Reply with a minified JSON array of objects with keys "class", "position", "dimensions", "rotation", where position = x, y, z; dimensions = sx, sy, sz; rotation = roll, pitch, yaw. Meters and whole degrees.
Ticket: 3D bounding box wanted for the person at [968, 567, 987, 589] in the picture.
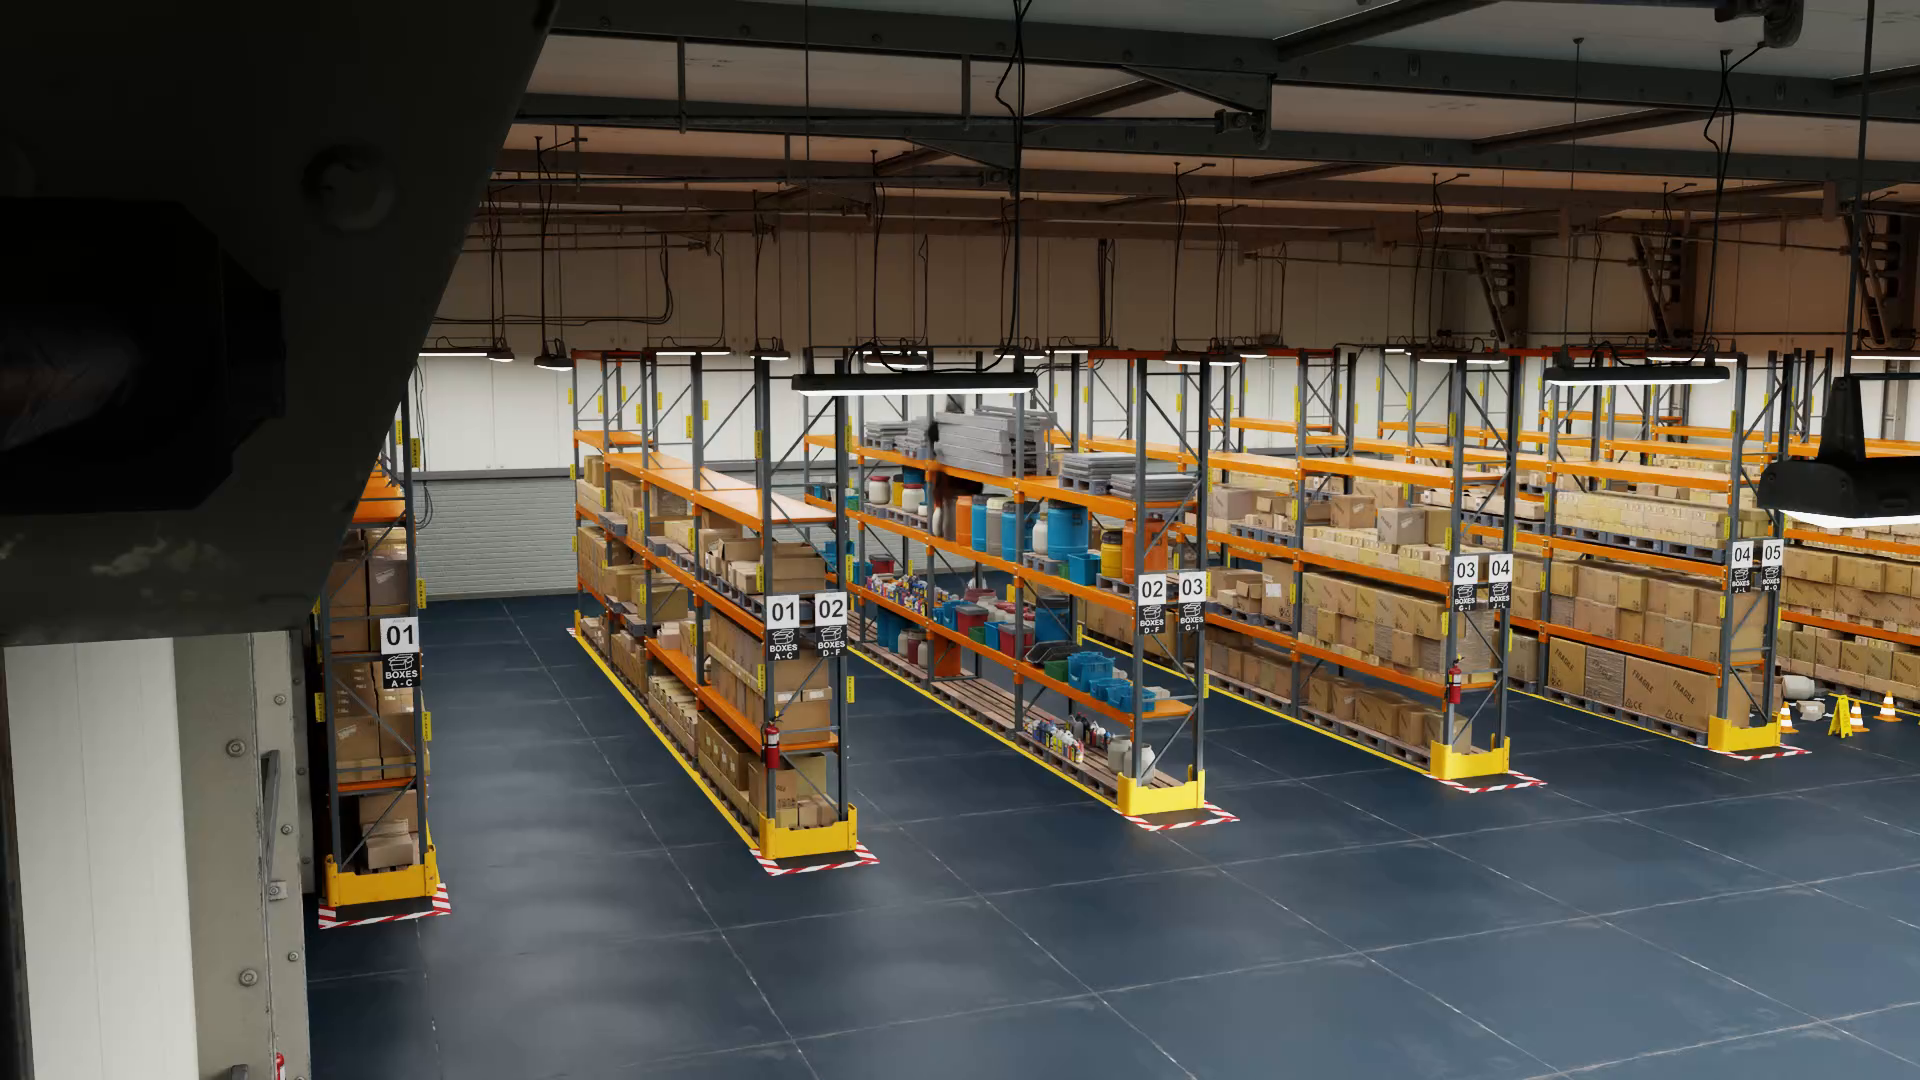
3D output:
[{"class":"person","position":[0.399,1.321,33.935],"dimensions":[0.511,1.566,0.636],"rotation":[-3,8,-23]}]
